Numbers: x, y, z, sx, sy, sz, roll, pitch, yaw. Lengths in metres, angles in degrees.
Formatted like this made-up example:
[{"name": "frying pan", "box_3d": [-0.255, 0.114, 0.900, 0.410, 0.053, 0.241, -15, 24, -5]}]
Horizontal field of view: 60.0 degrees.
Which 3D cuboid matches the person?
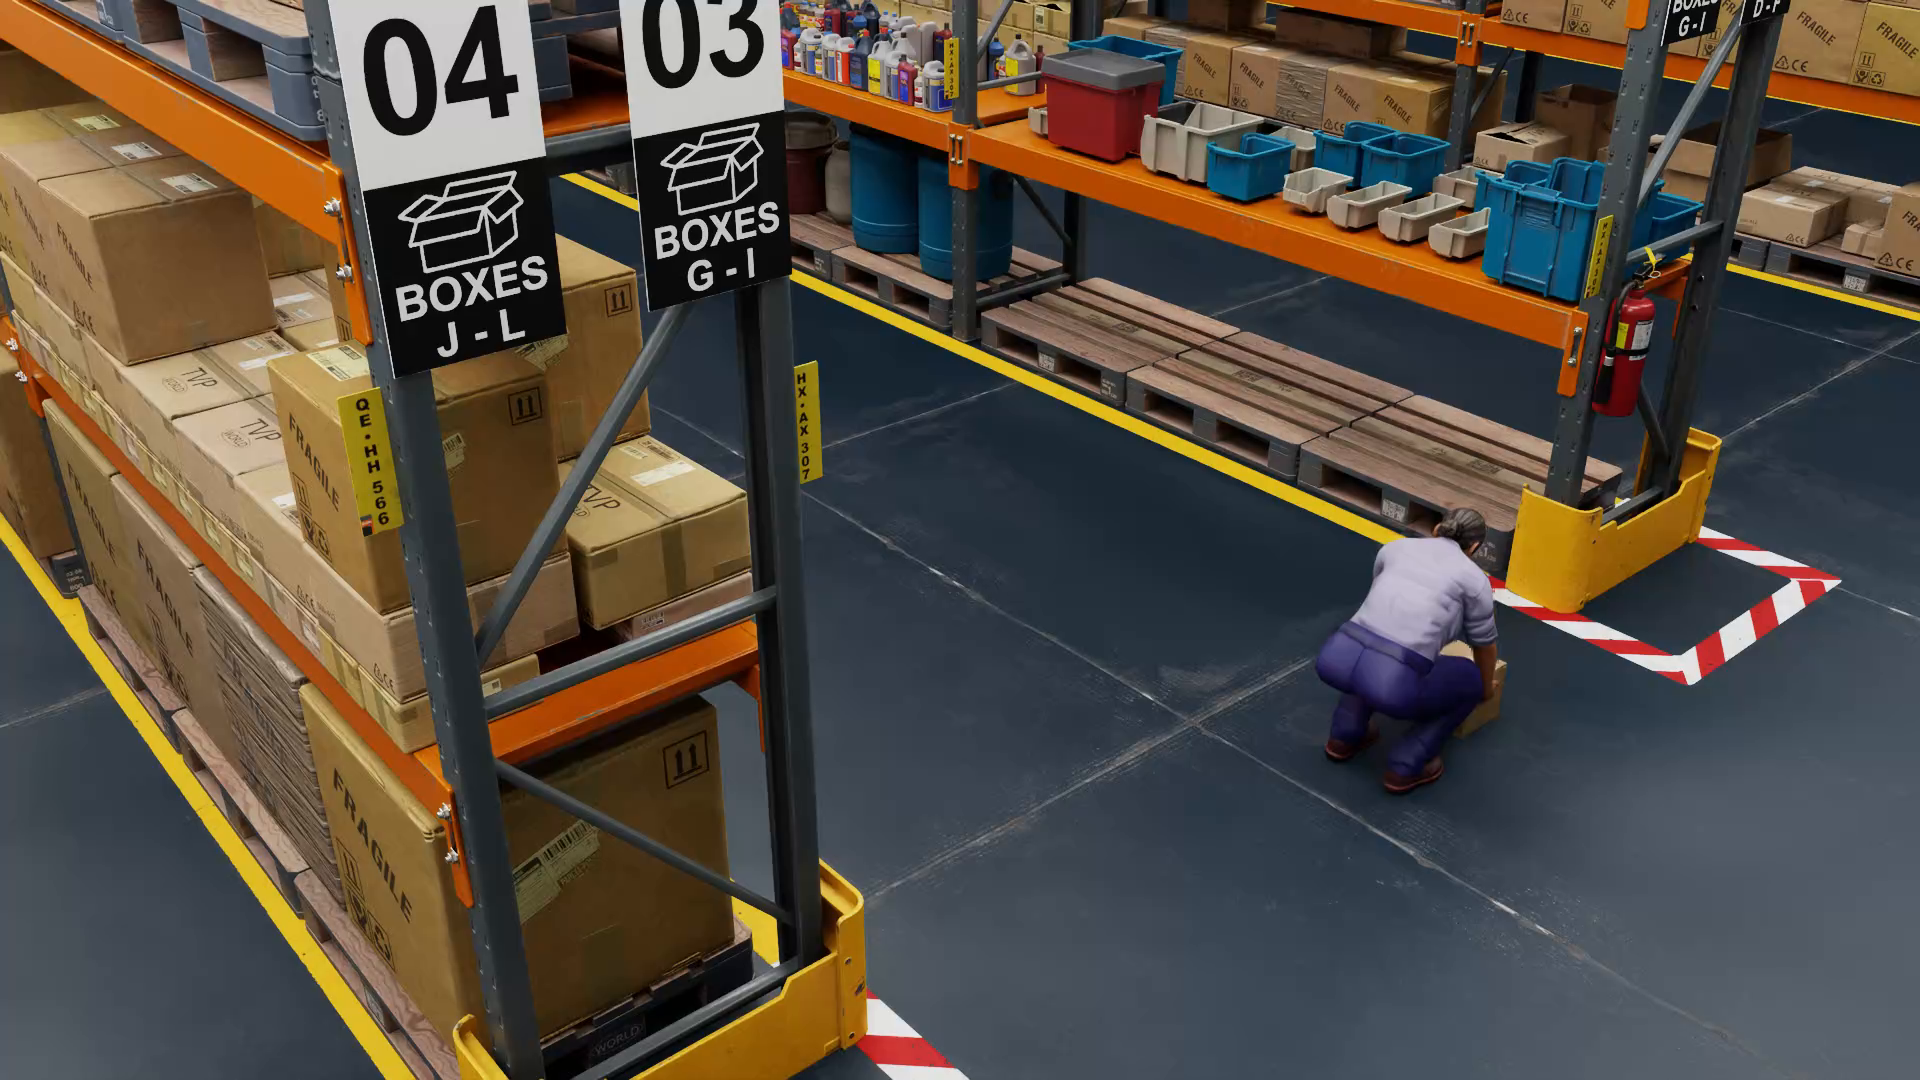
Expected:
[{"name": "person", "box_3d": [1.669, 0.401, 6.169, 0.825, 0.920, 0.526, -22, 35, -35]}]
